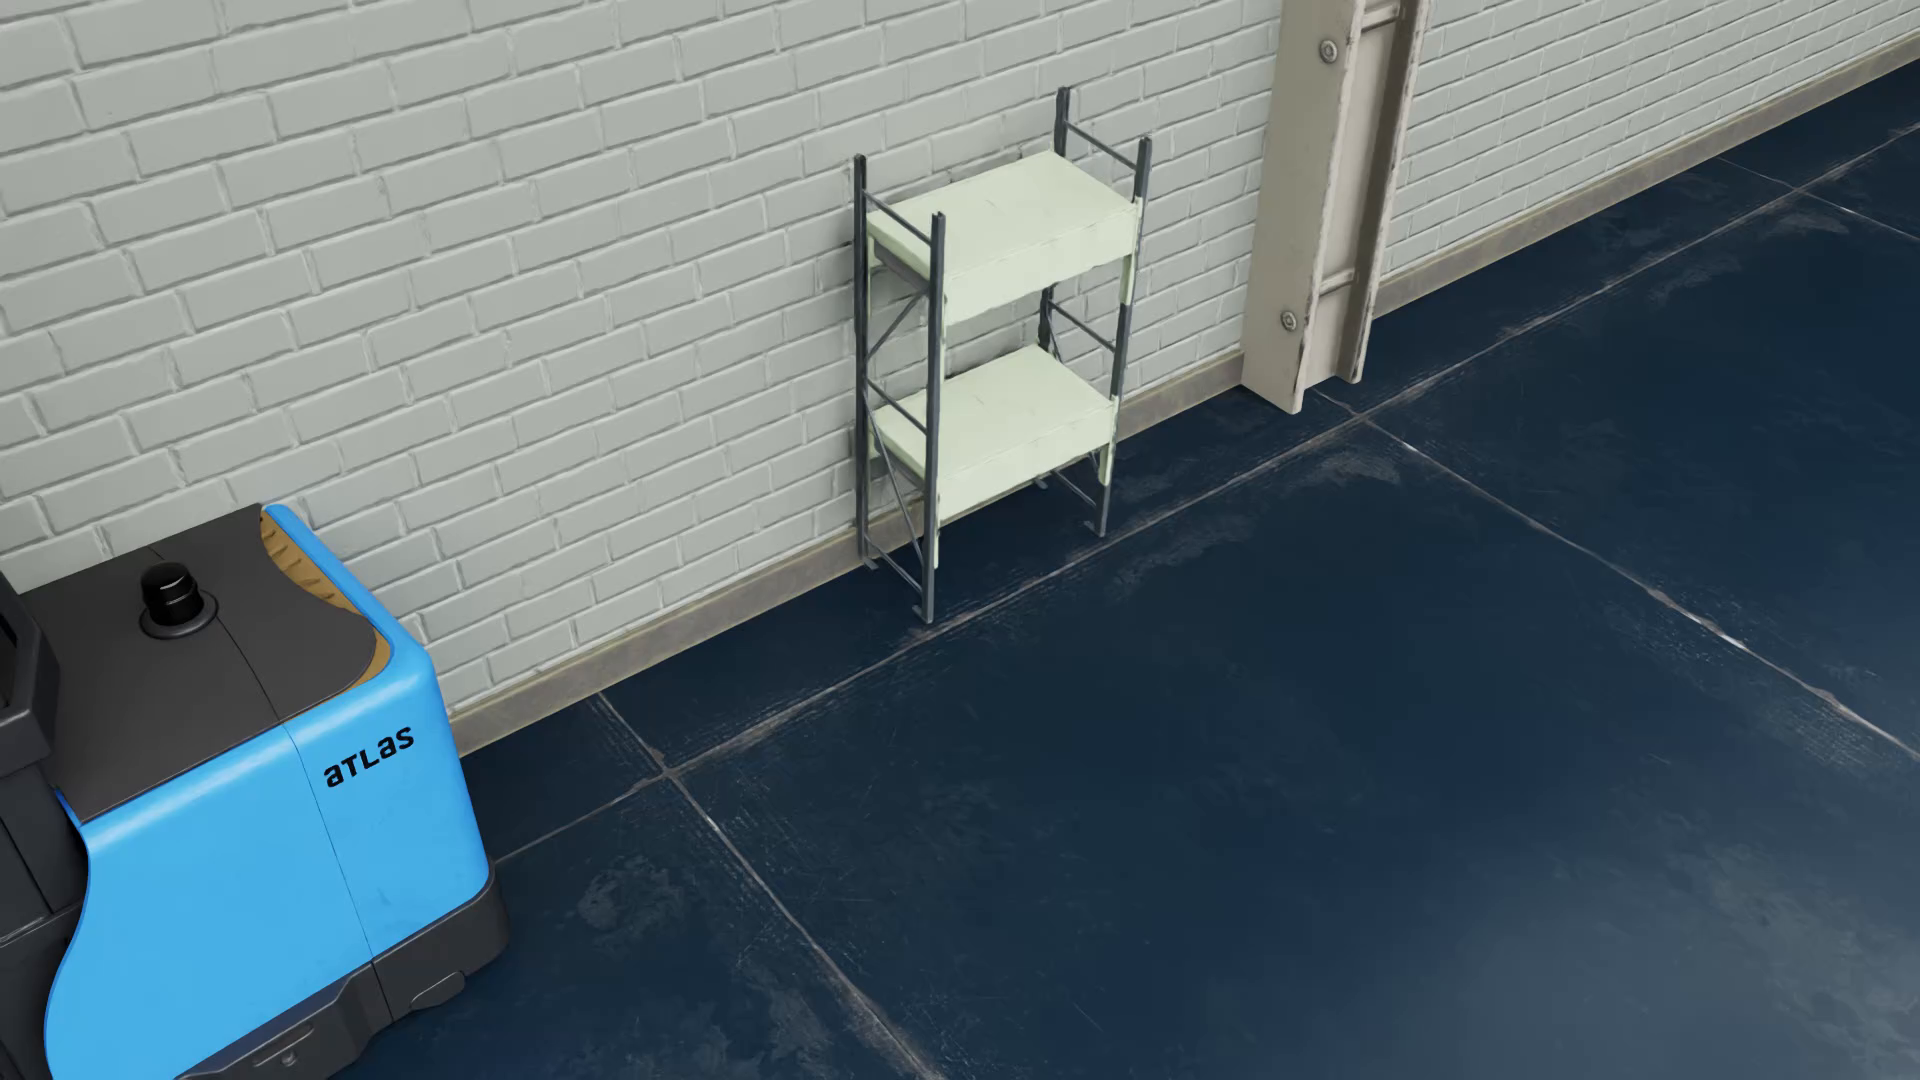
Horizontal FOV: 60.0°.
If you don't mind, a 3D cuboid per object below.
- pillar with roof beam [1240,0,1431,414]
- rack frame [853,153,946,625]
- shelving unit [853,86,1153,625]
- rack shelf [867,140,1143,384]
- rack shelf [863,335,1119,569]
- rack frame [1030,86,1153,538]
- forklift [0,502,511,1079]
[{"bbox_3d":[3.949,-1.944,1.024,0.400,9.000,9.100,-26,46,-28],"label":"pillar with roof beam"},{"bbox_3d":[-0.191,-0.399,4.977,0.023,1.500,0.400,-26,49,-28],"label":"rack frame"},{"bbox_3d":[0.101,-0.538,5.147,0.755,1.500,0.431,-26,49,-28],"label":"shelving unit"},{"bbox_3d":[0.114,-0.829,4.887,0.720,0.370,0.431,-26,49,-28],"label":"rack shelf"},{"bbox_3d":[0.090,-0.296,5.365,0.720,0.370,0.431,-26,49,-28],"label":"rack shelf"},{"bbox_3d":[0.393,-0.678,5.318,0.023,1.500,0.400,-26,49,-28],"label":"rack frame"},{"bbox_3d":[-2.611,0.367,2.992,3.031,2.935,1.130,-30,48,-31],"label":"forklift"}]
